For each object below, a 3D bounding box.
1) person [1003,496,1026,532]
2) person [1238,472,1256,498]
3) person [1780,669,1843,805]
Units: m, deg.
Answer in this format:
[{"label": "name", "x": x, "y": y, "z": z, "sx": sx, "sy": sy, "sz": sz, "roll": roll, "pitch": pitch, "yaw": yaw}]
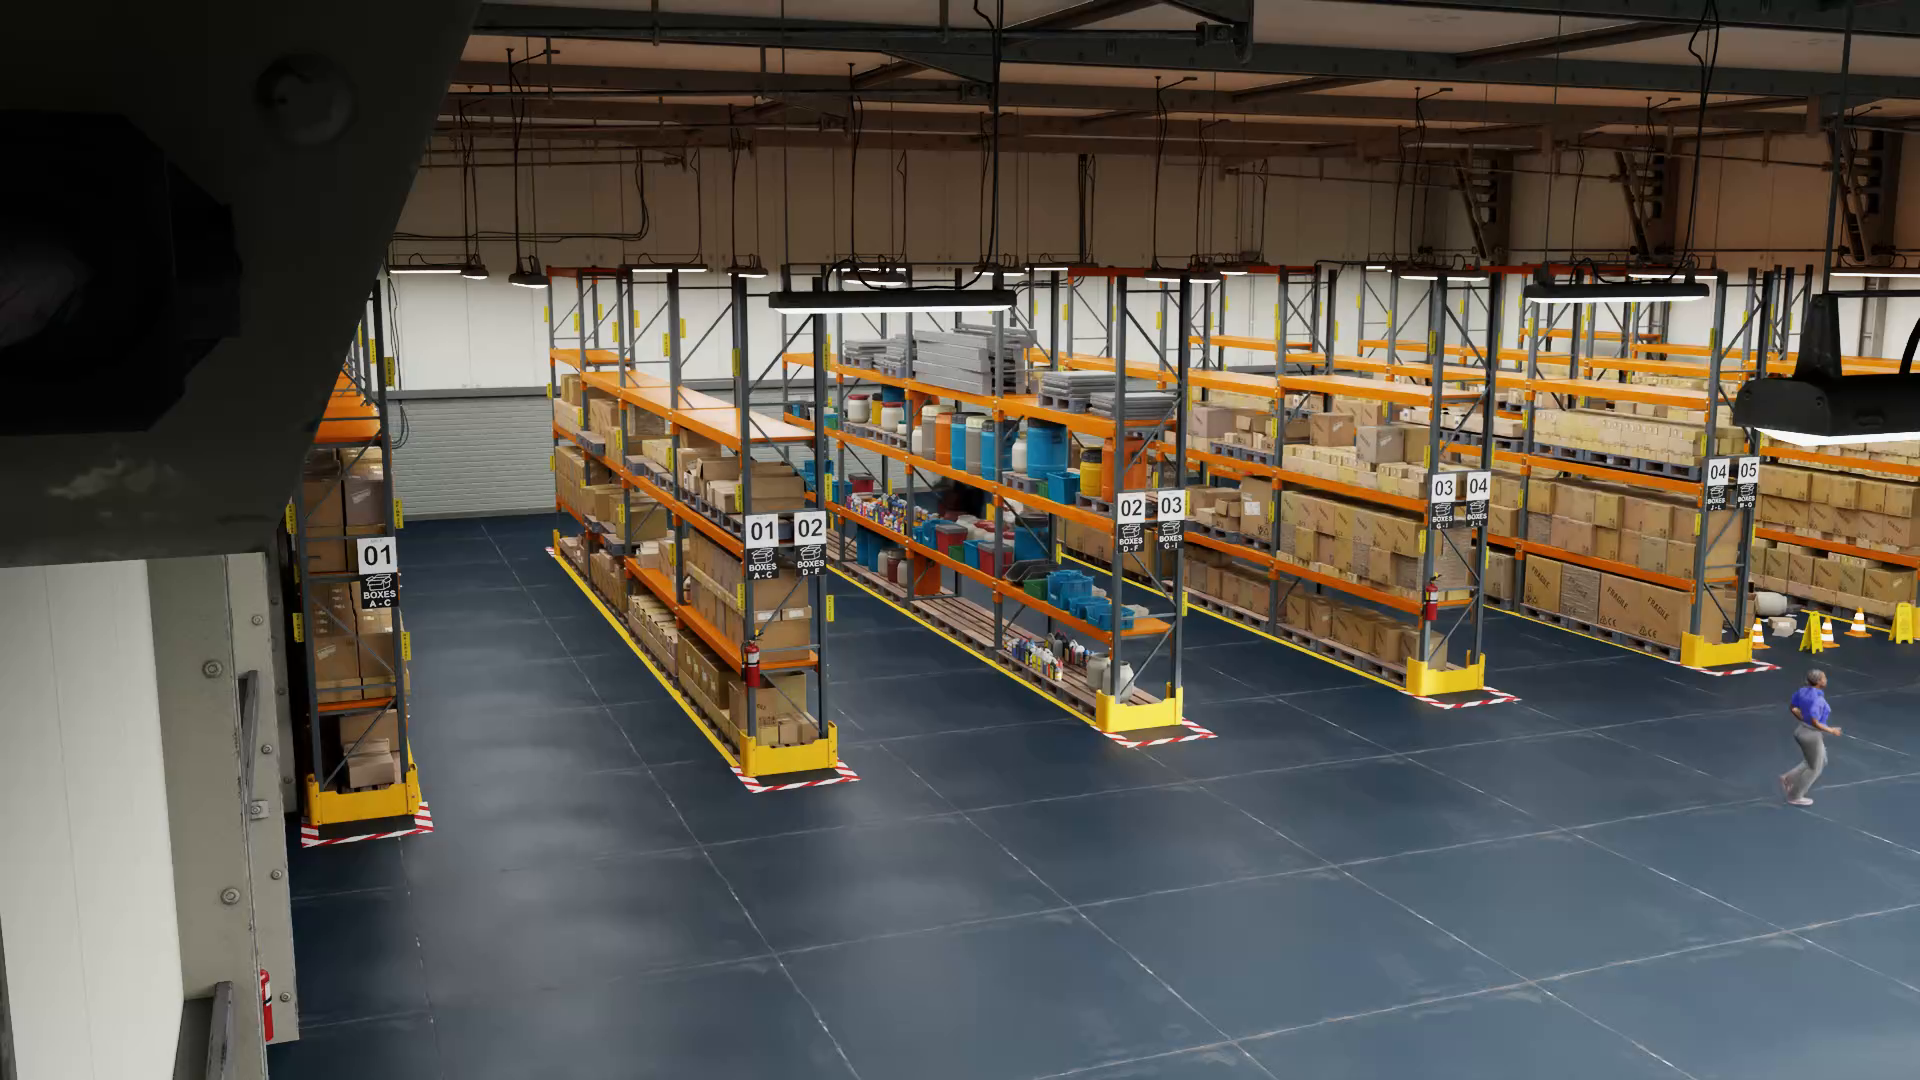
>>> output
[{"label": "person", "x": 1.013, "y": -0.361, "z": 31.896, "sx": 0.701, "sy": 1.802, "sz": 0.901, "roll": -6, "pitch": 12, "yaw": -32}, {"label": "person", "x": 6.147, "y": -0.609, "z": 35.121, "sx": 0.669, "sy": 1.748, "sz": 0.848, "roll": -4, "pitch": 11, "yaw": -22}, {"label": "person", "x": 9.776, "y": 2.263, "z": 19.051, "sx": 0.524, "sy": 1.598, "sz": 0.550, "roll": 1, "pitch": 10, "yaw": 5}]
